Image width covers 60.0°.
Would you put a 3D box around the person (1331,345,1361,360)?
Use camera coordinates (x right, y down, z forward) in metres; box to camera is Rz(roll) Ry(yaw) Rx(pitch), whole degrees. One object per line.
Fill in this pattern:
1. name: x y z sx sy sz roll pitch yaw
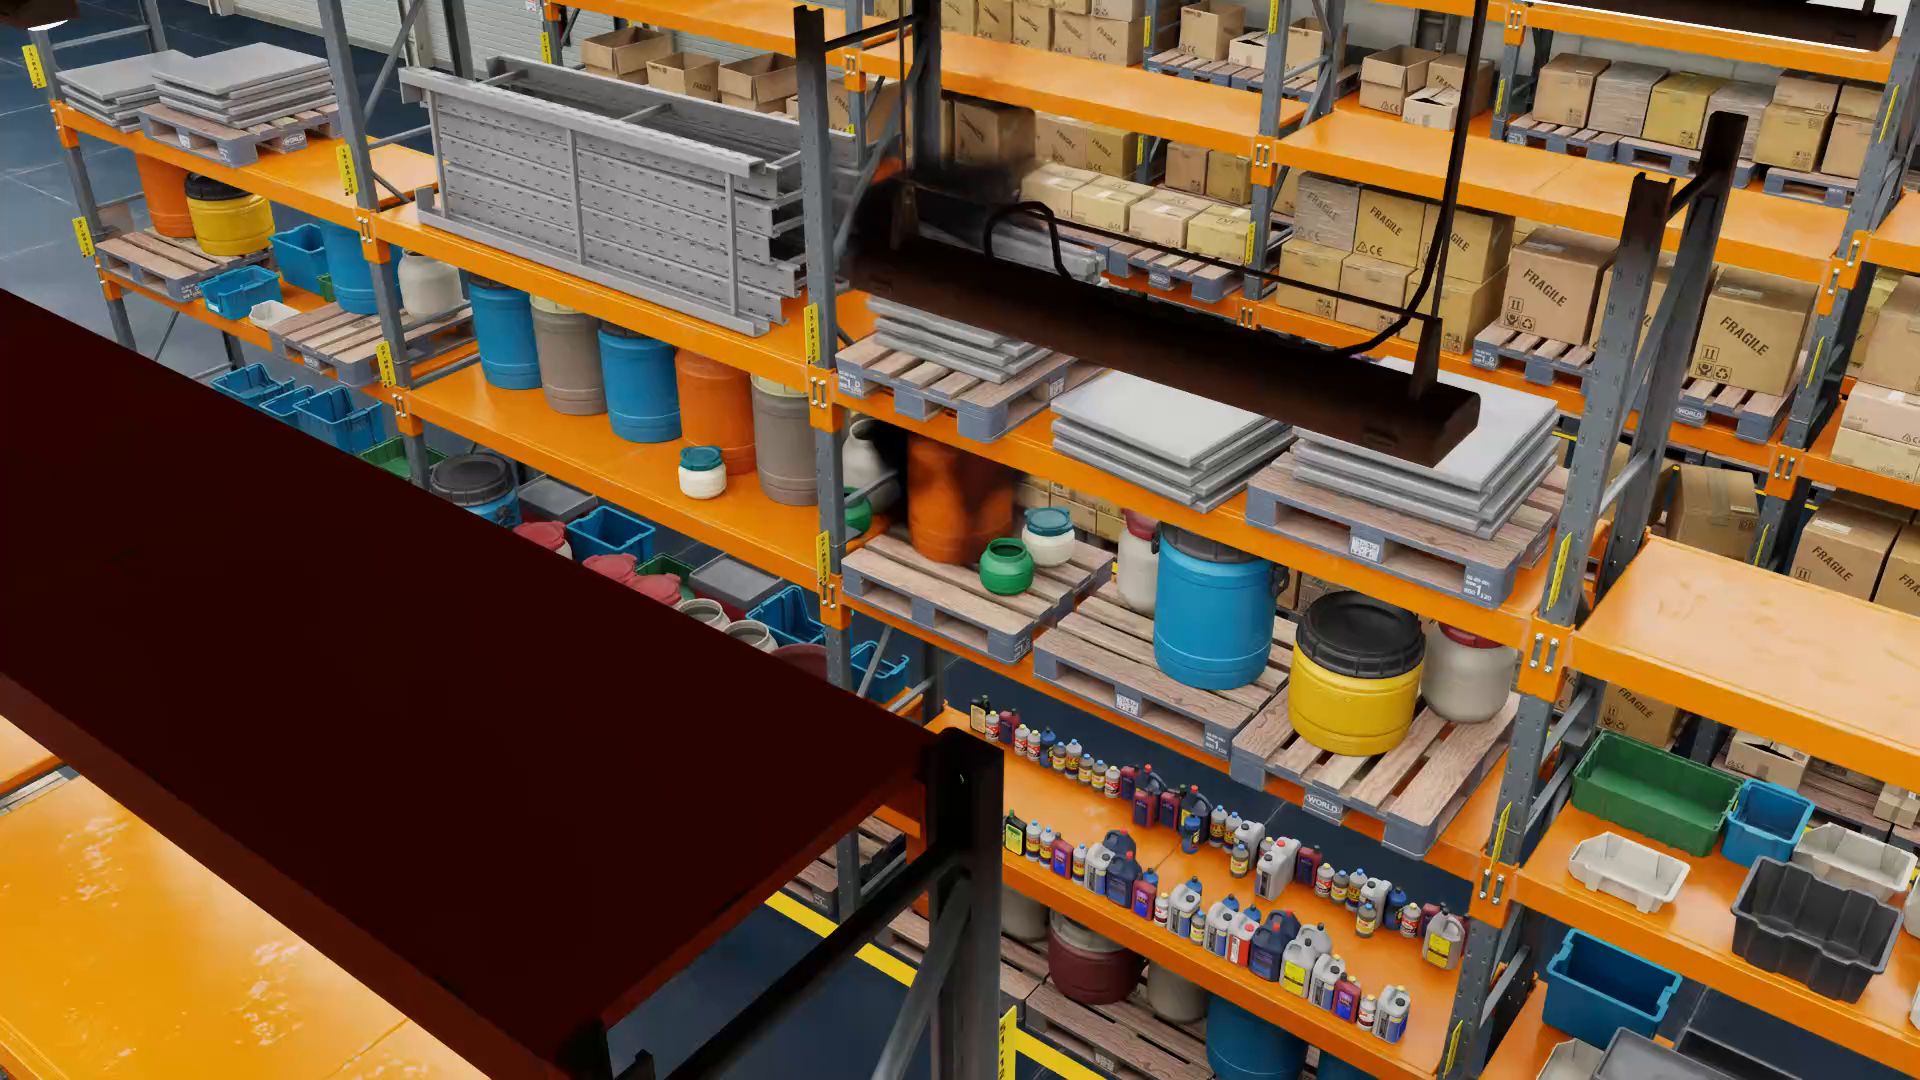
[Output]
1. person: 3.634 -1.244 15.858 0.640 1.531 0.517 24 39 34
